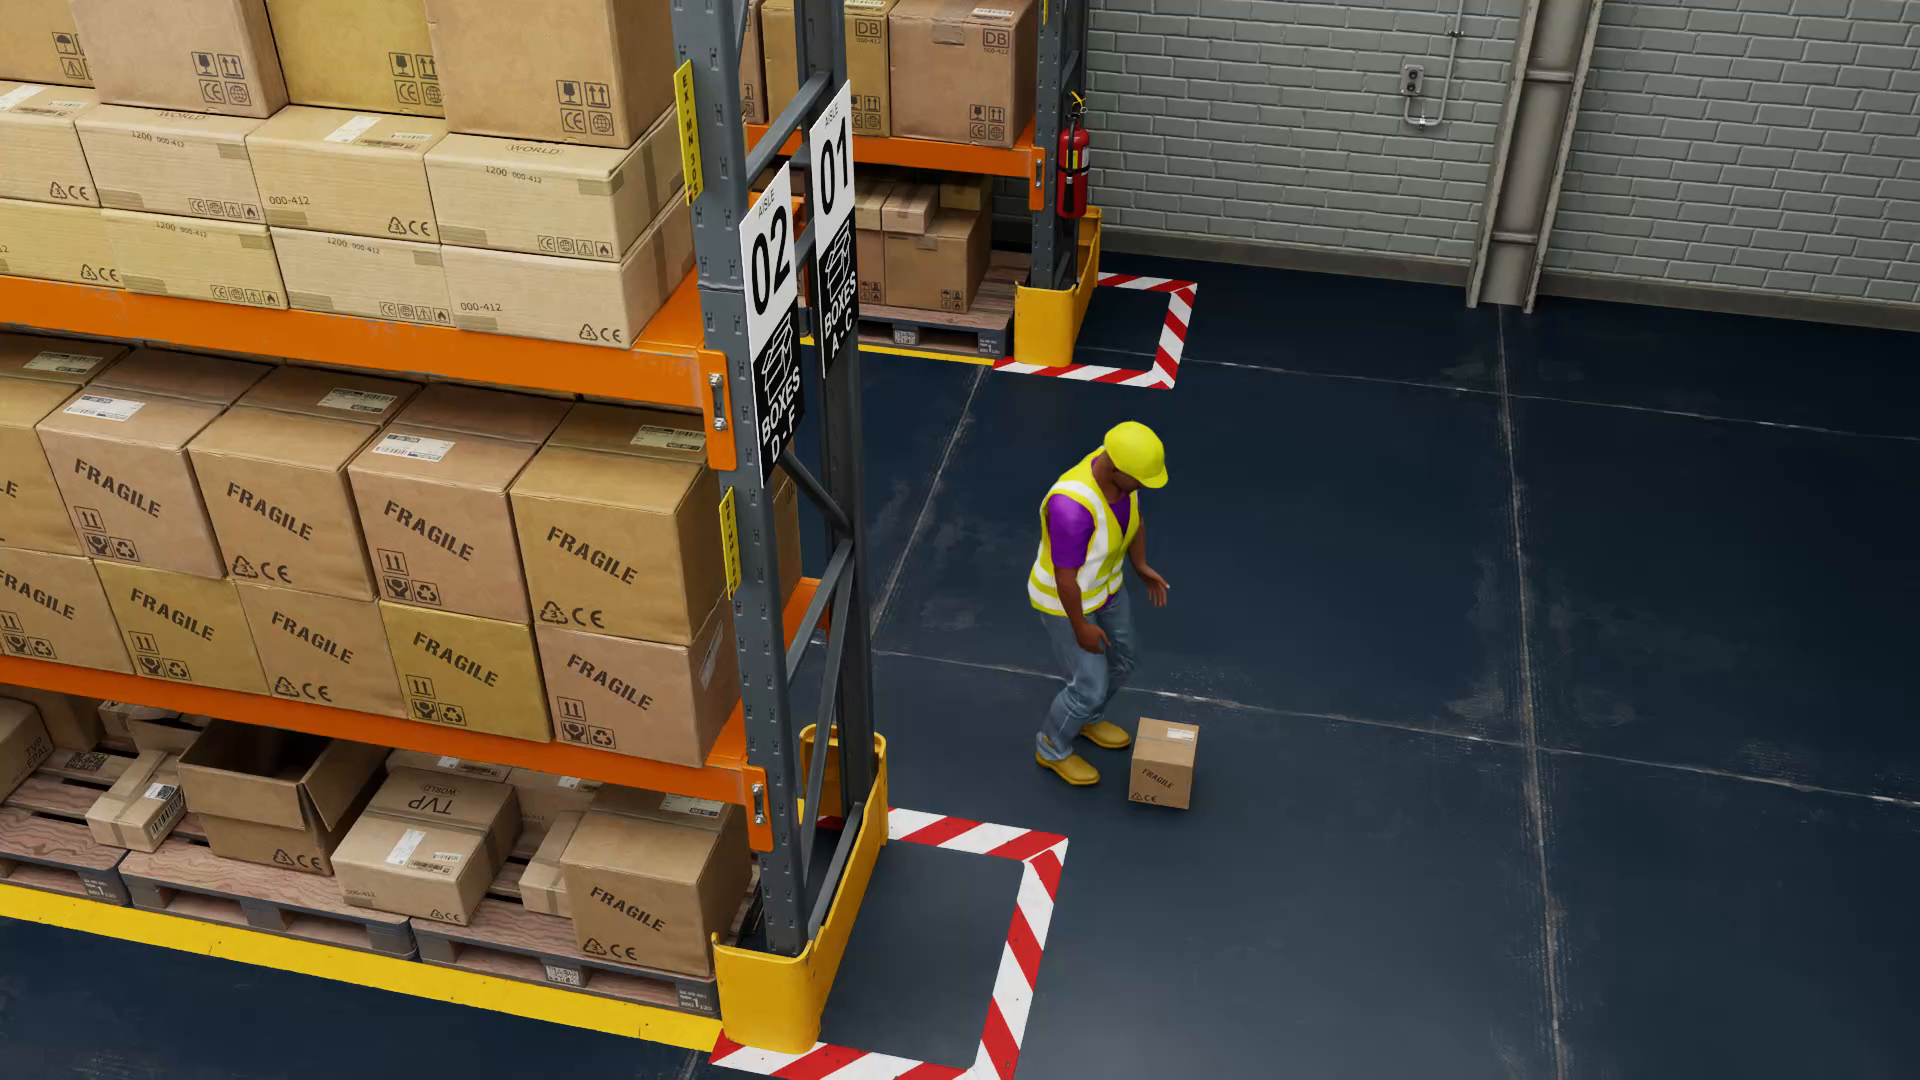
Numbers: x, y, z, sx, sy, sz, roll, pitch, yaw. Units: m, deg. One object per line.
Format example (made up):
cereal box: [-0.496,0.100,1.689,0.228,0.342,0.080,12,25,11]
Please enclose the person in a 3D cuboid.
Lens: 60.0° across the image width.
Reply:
person: [0.559,0.222,6.709,0.491,1.693,0.599,22,42,27]
